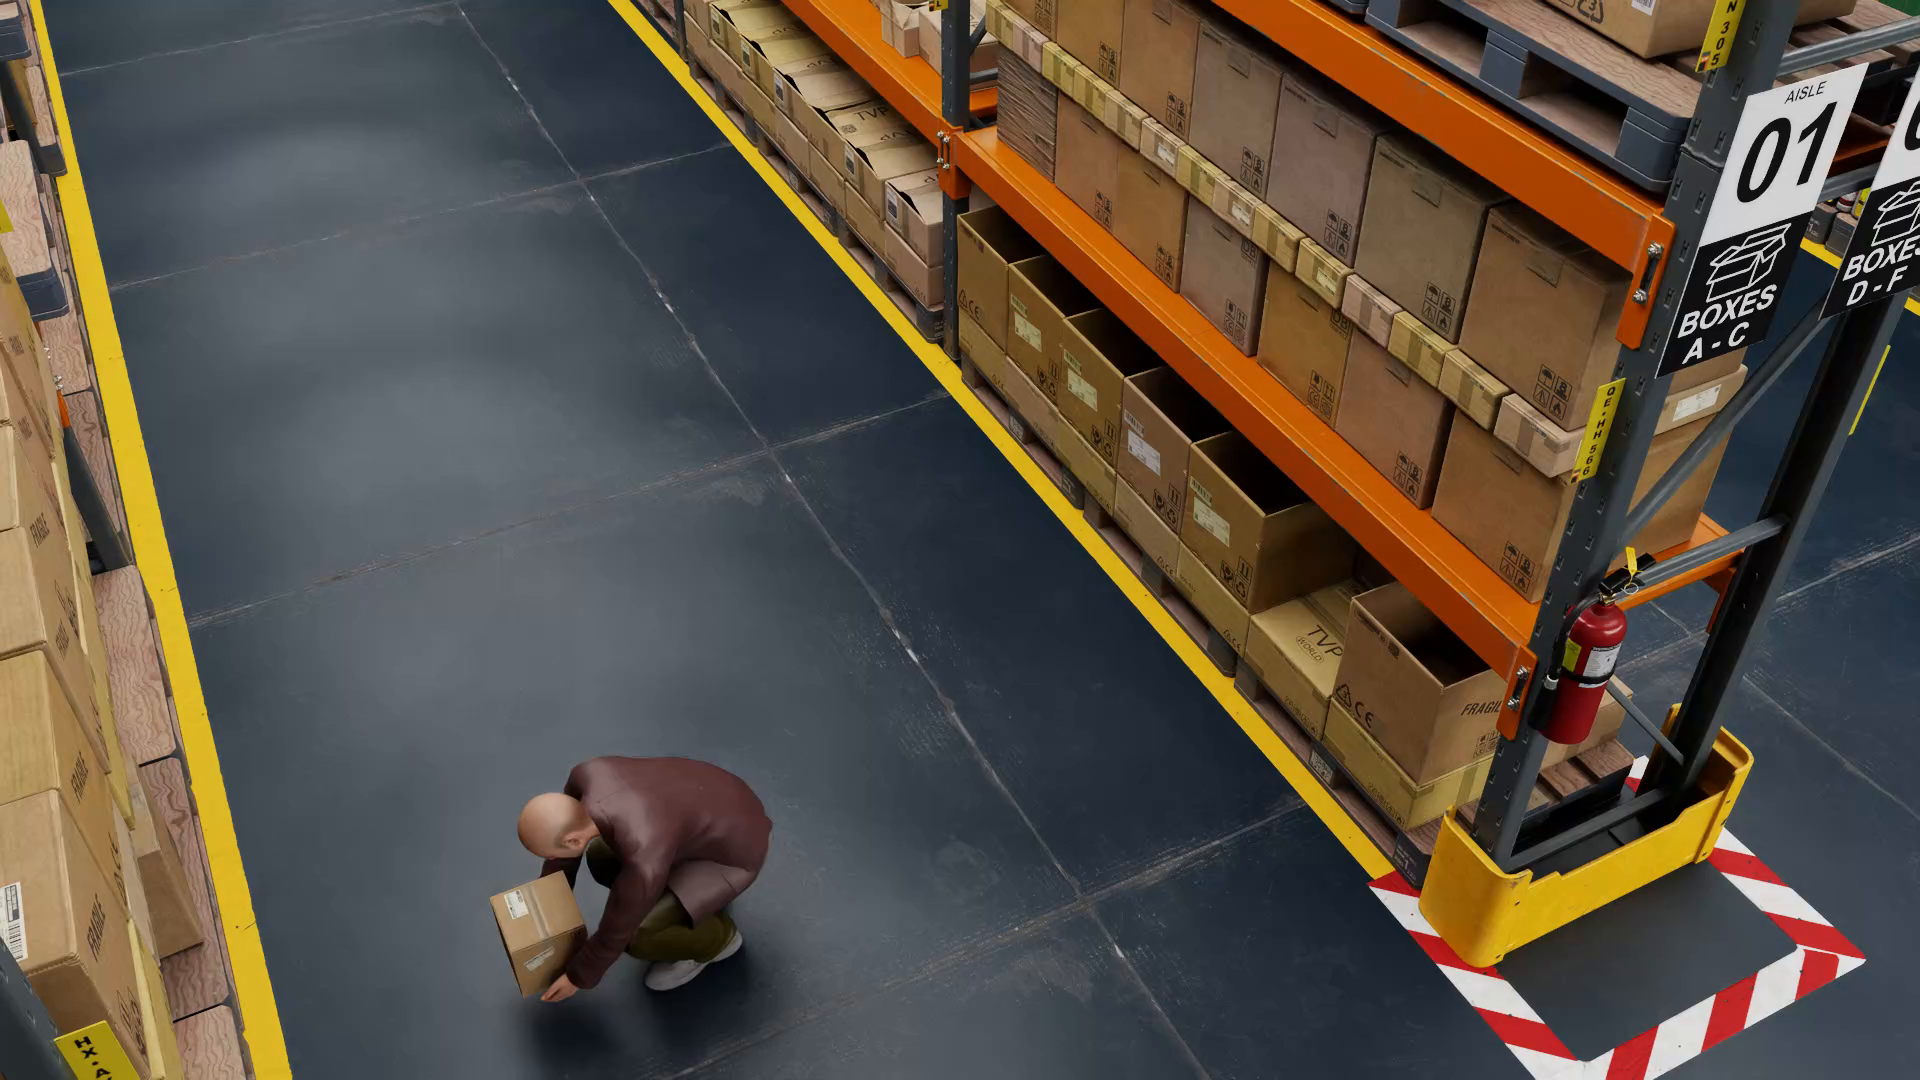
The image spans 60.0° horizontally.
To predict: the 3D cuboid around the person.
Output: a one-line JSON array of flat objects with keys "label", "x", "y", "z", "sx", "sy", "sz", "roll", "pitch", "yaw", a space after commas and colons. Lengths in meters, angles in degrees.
[{"label": "person", "x": -1.053, "y": 1.070, "z": 5.522, "sx": 0.907, "sy": 1.004, "sz": 0.613, "roll": -19, "pitch": 44, "yaw": -20}]
